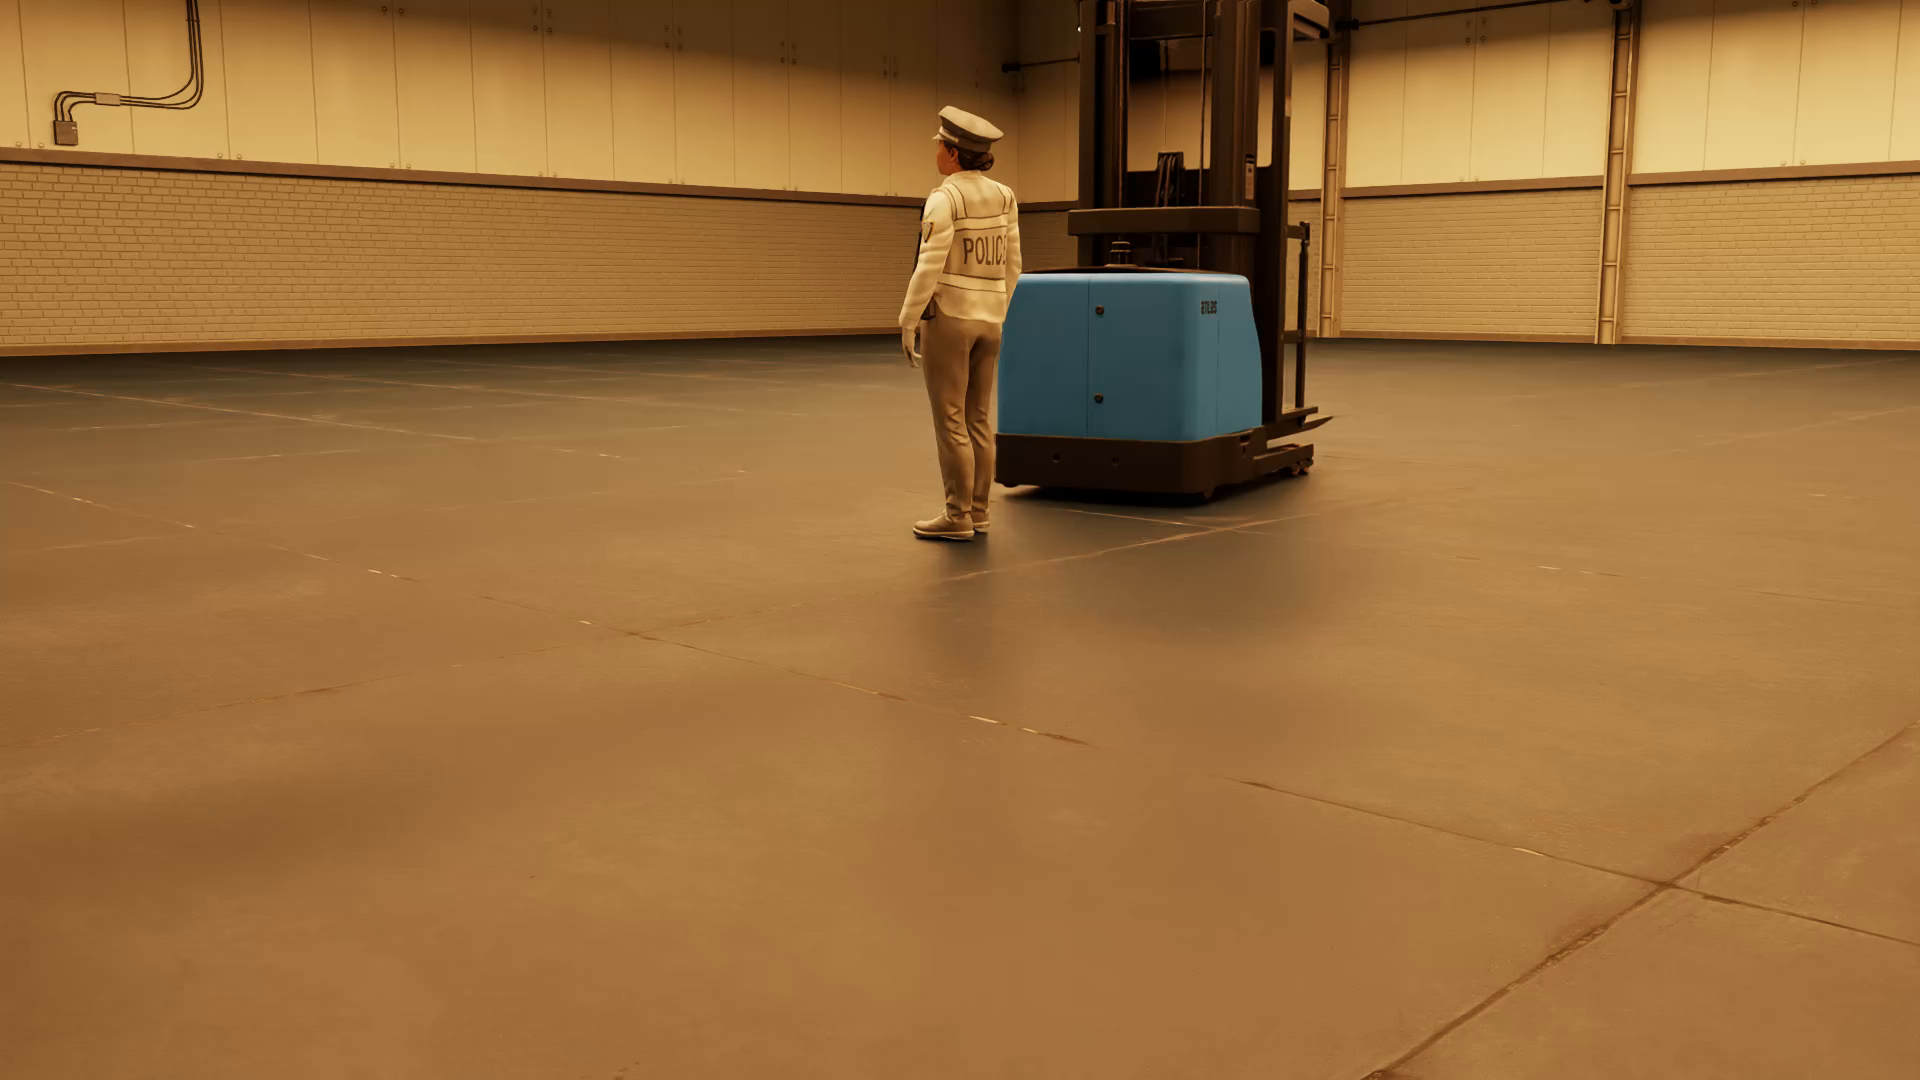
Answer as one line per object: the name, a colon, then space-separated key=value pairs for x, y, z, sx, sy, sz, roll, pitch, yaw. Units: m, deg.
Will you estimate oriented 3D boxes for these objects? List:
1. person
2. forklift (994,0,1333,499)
person: x=-0.044 y=-0.853 z=6.641 sx=0.534 sy=1.696 sz=0.587 roll=8 pitch=12 yaw=43
forklift: x=1.302 y=-1.819 z=8.957 sx=1.130 sy=2.935 sz=3.031 roll=5 pitch=10 yaw=28
